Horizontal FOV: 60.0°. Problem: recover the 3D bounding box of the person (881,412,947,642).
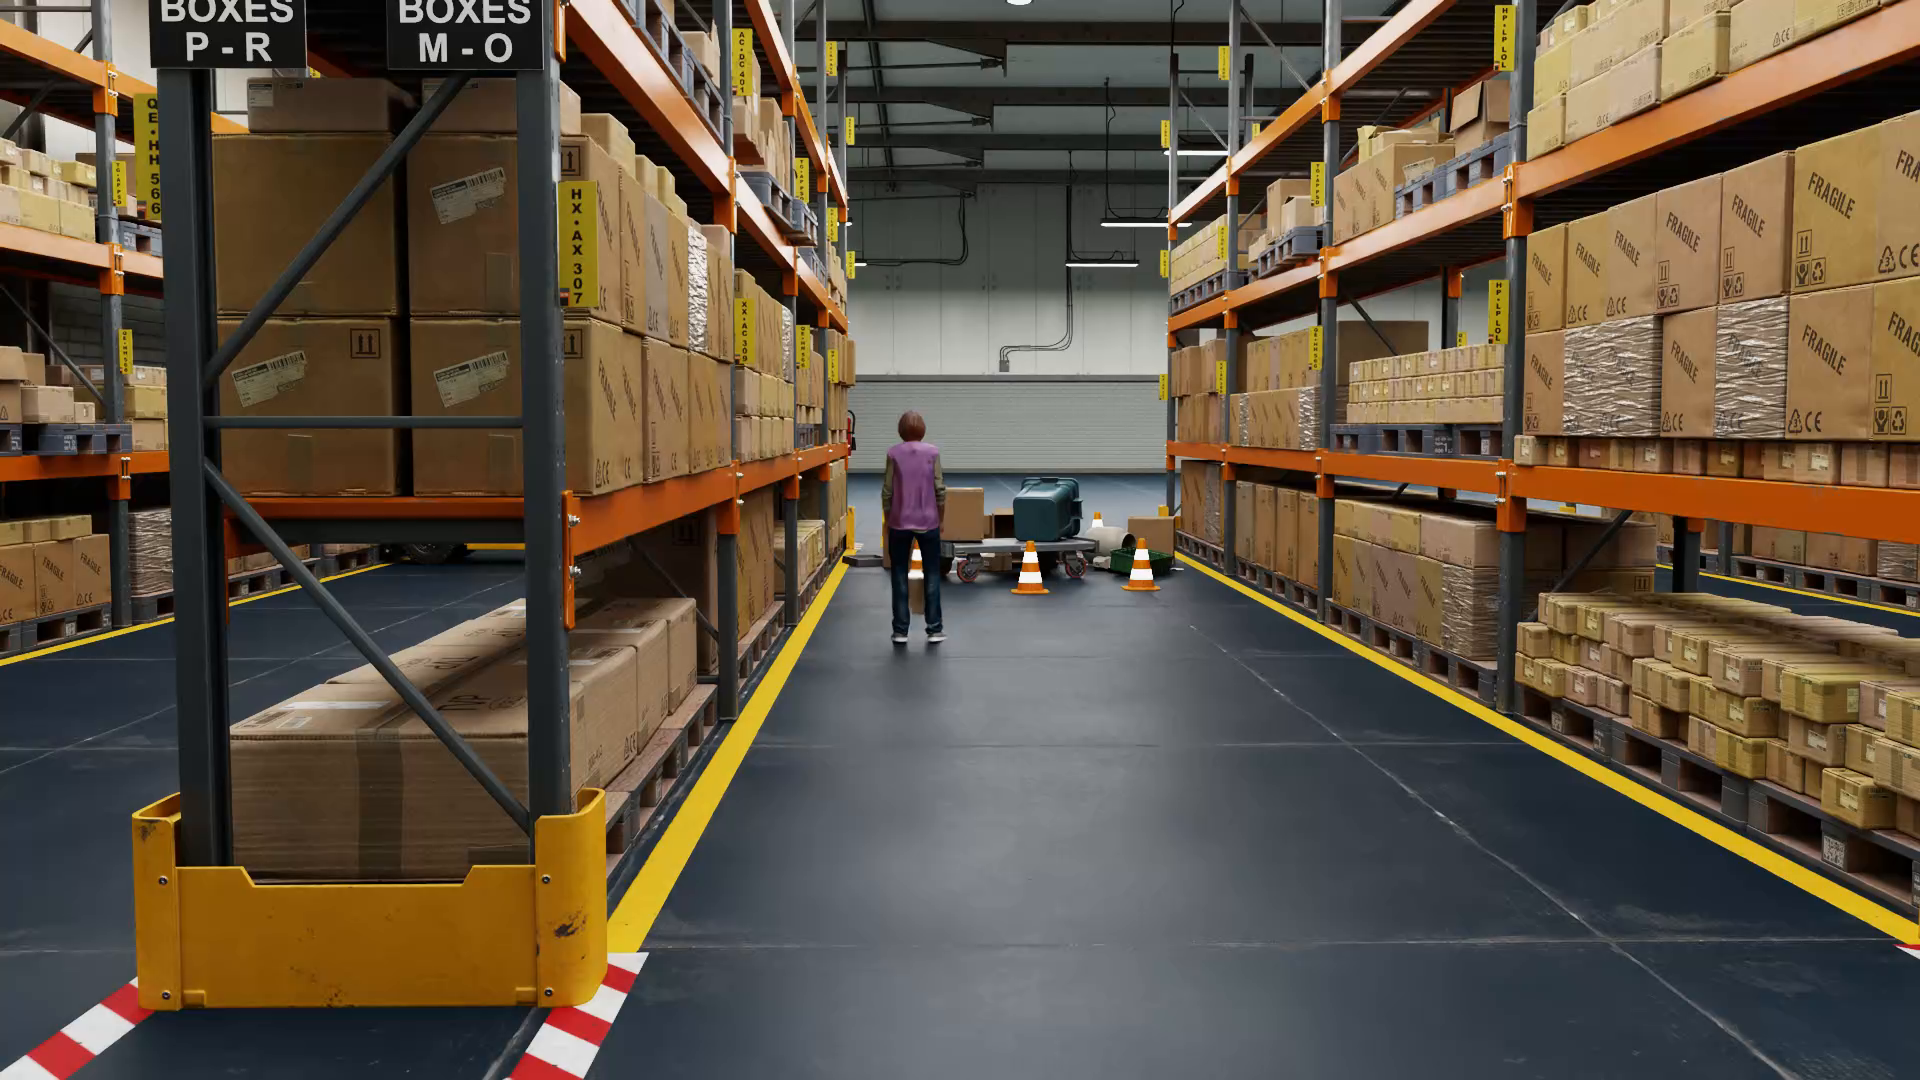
[{"bbox_3d":[-0.317,-0.087,11.475,0.456,1.596,0.342,0,4,-3],"label":"person"}]
